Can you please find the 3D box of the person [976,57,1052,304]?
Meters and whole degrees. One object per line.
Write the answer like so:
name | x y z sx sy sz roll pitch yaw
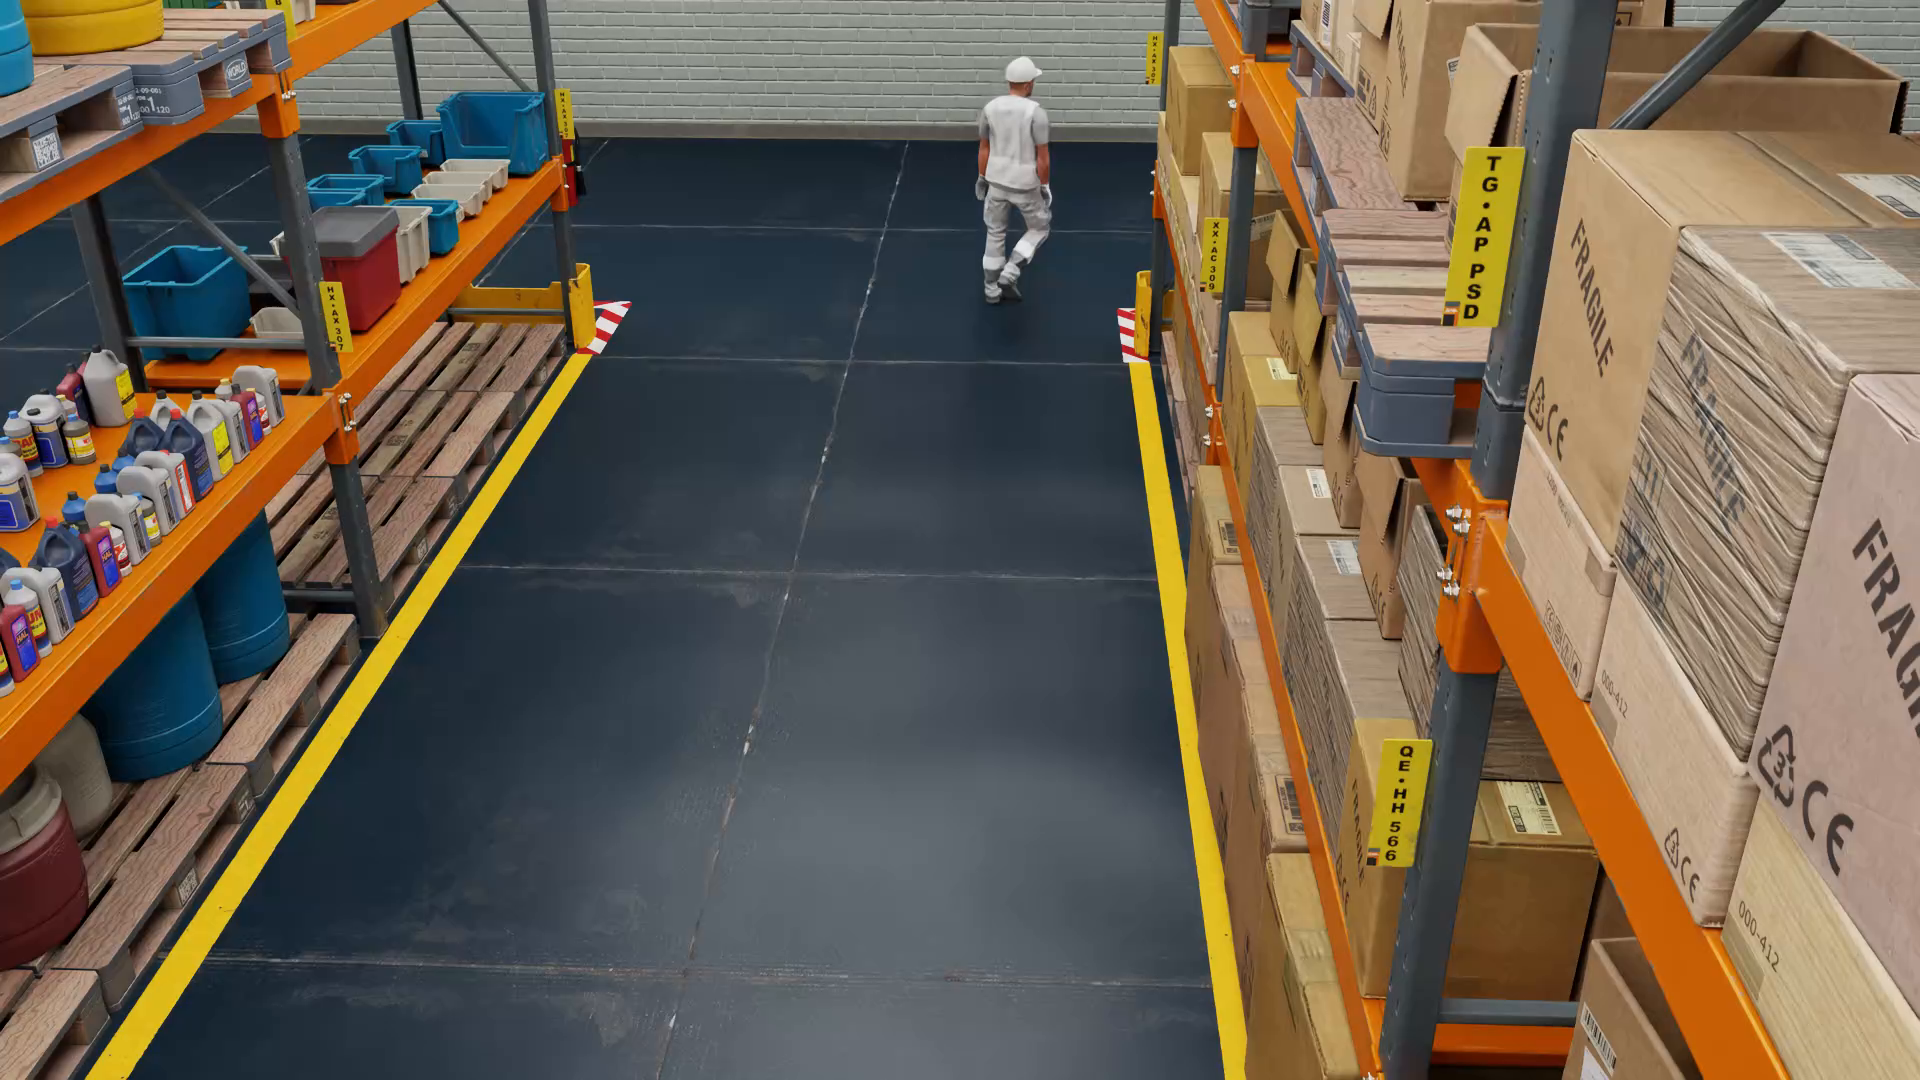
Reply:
person | 0.380 -2.542 11.897 0.621 1.780 0.467 11 30 20
